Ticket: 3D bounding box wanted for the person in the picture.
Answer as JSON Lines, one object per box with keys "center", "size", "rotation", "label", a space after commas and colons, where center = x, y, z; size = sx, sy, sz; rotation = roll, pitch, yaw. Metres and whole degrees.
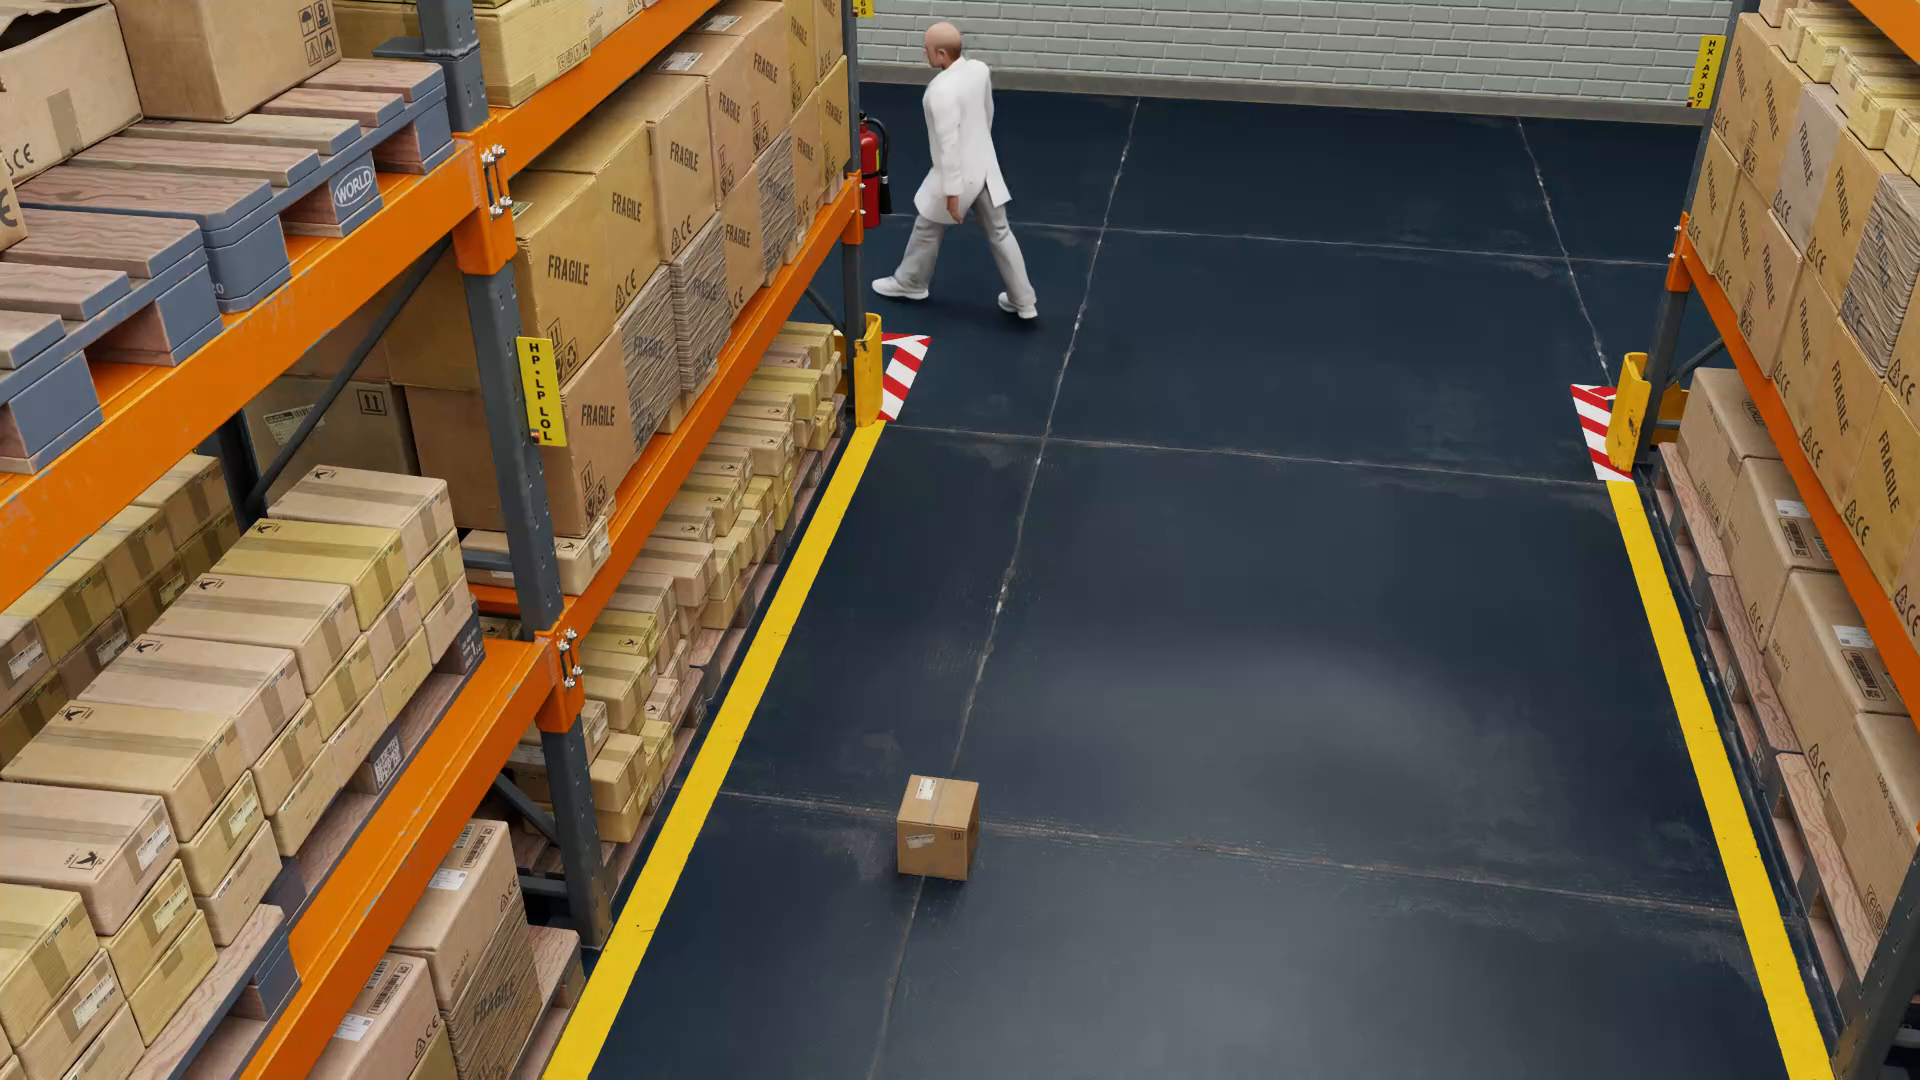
{"center": [-0.026, -2.143, 9.569], "size": [1.081, 1.710, 0.659], "rotation": [25, 40, 34], "label": "person"}
